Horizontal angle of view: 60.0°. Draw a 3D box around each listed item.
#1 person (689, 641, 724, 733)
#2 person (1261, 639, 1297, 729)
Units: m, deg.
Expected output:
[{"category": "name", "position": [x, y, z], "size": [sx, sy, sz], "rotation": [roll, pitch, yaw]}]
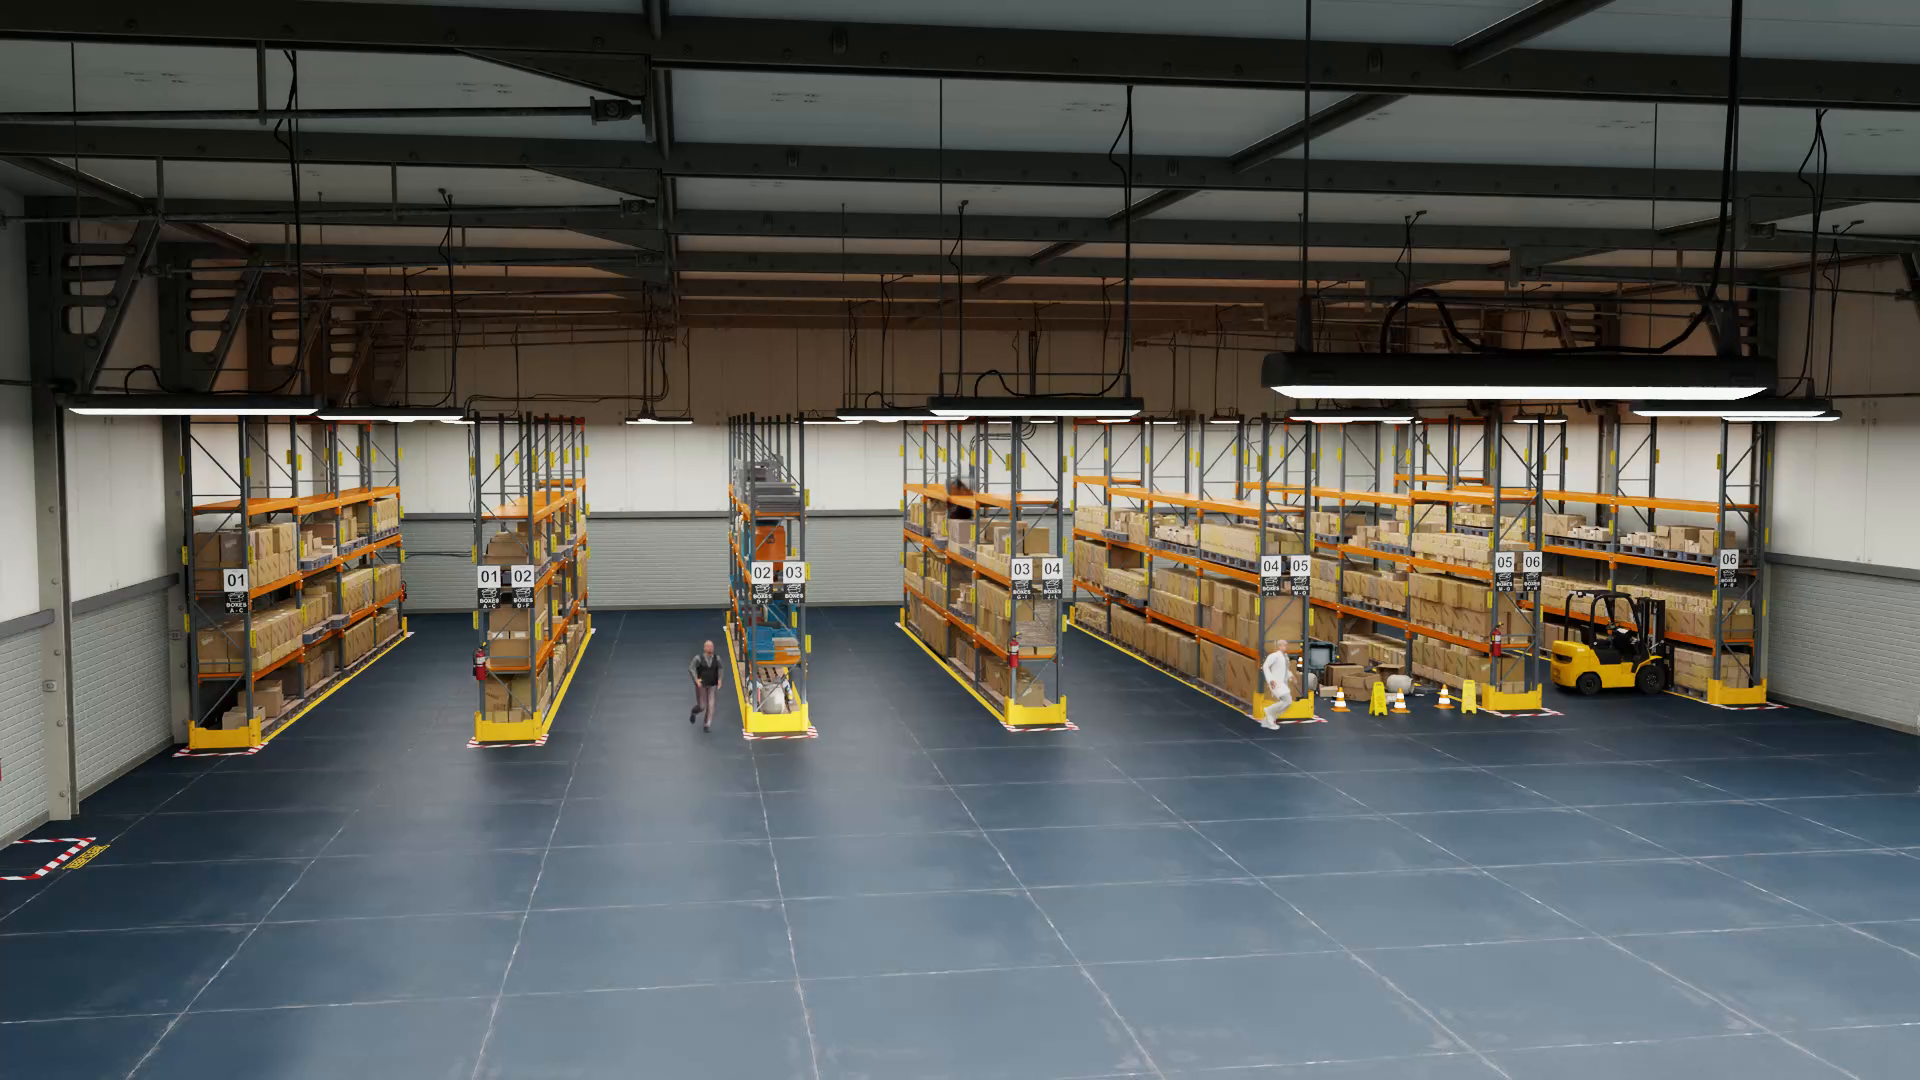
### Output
[{"category": "person", "position": [-4.787, 2.768, 31.459], "size": [0.692, 1.716, 0.670], "rotation": [-2, 4, -26]}, {"category": "person", "position": [6.037, 2.727, 31.439], "size": [0.688, 1.704, 0.641], "rotation": [3, 5, 33]}]
